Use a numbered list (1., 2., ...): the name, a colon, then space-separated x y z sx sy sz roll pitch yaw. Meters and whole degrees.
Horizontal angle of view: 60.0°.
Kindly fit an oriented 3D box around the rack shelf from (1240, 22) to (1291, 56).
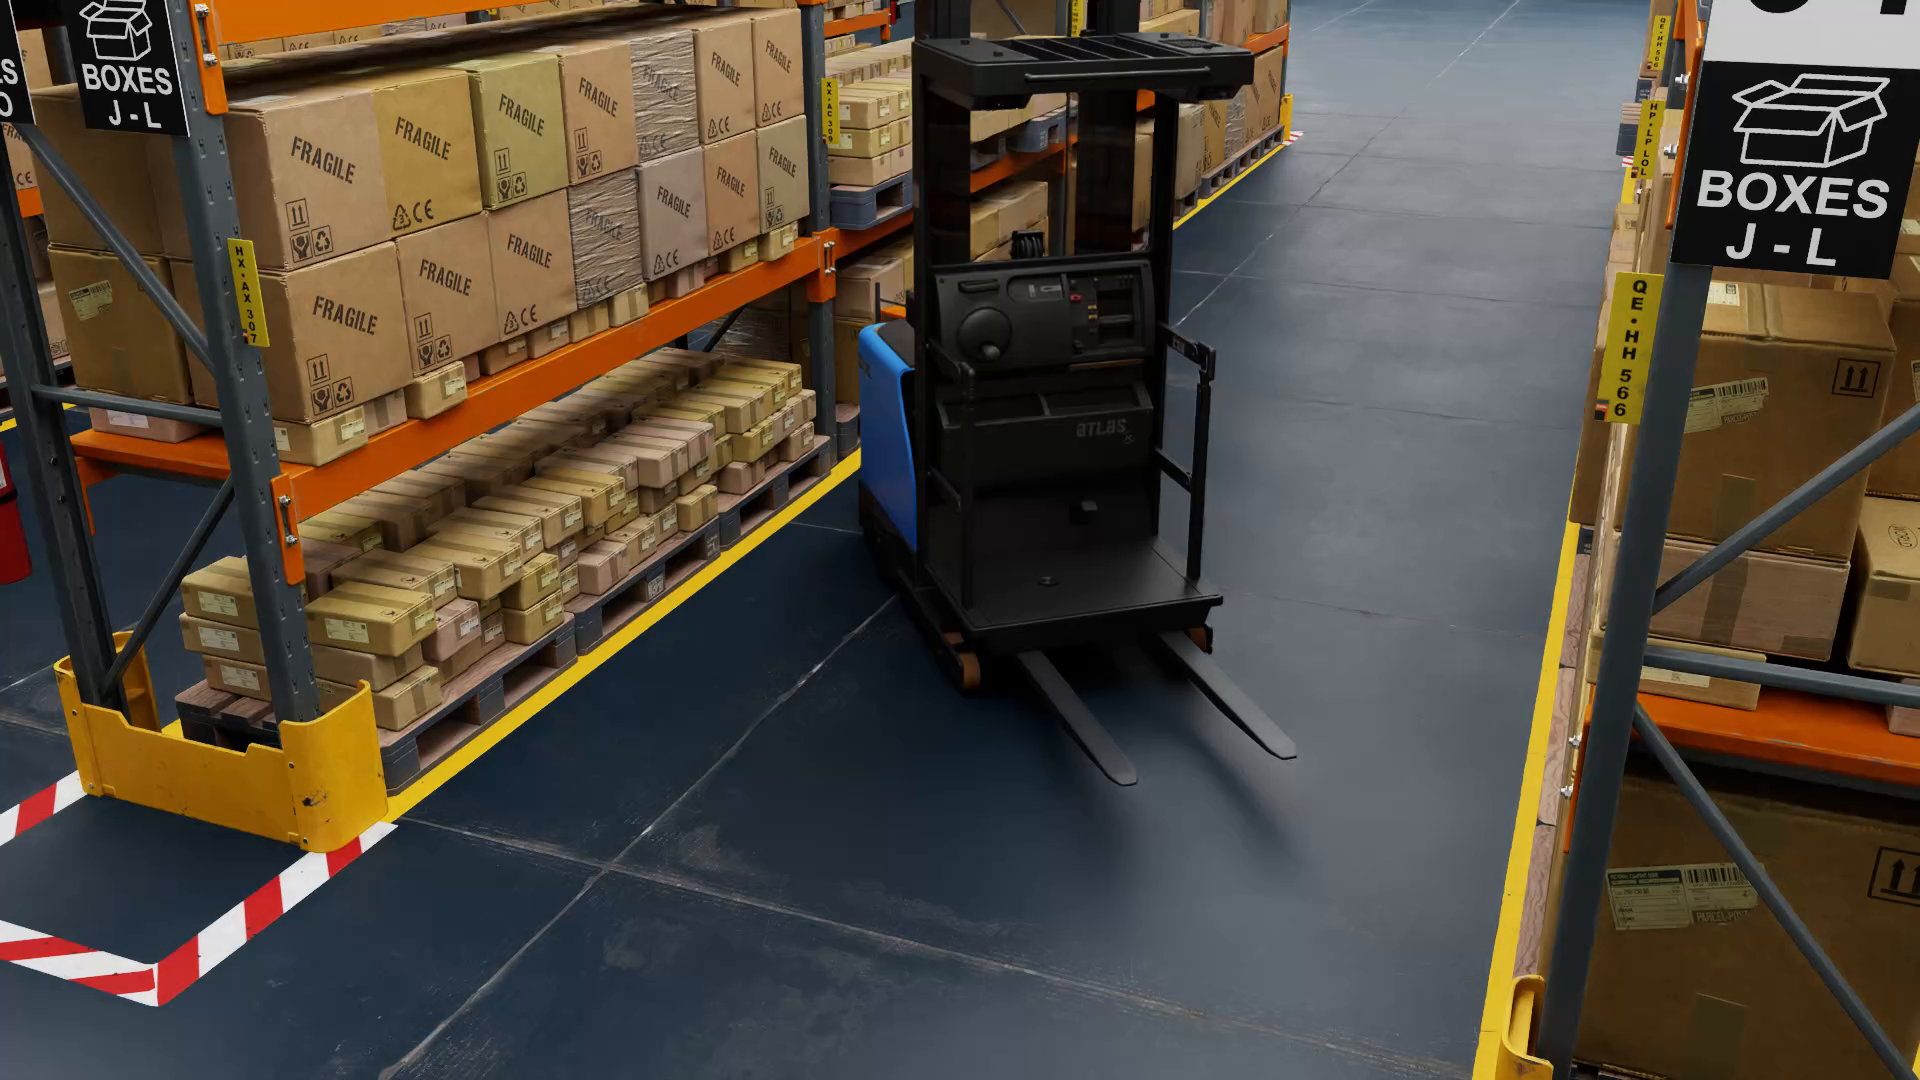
1. rack shelf: 2.547 -5.100 17.502 1.077 0.370 4.000 9 24 20

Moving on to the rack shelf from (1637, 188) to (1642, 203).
1. rack shelf: 5.629 -2.923 12.289 1.077 0.370 4.000 9 24 20

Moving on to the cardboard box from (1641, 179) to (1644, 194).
1. cardboard box: 4.076 -2.081 9.212 0.500 0.500 0.500 8 24 19

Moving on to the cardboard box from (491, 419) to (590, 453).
1. cardboard box: -1.964 -0.440 7.794 0.380 0.149 0.250 8 24 18

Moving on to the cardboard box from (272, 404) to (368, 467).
1. cardboard box: -2.229 -0.376 5.583 0.380 0.149 0.250 9 24 20

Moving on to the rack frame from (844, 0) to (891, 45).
1. rack frame: -1.344 -6.821 20.687 1.000 3.000 0.127 9 24 20

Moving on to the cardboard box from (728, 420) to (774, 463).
1. cardboard box: -1.162 -0.514 8.357 0.380 0.149 0.250 8 24 18

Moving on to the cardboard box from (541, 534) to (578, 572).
1. cardboard box: -1.851 0.036 7.040 0.380 0.149 0.250 8 24 18

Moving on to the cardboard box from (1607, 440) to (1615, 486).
1. cardboard box: 2.215 -0.193 5.147 0.380 0.149 0.250 9 24 20

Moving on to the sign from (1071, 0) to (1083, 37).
1. sign: 0.826 -3.709 11.838 0.100 0.325 0.005 9 24 20

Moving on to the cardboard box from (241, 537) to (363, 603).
1. cardboard box: -2.545 0.117 6.460 0.380 0.149 0.250 9 24 21

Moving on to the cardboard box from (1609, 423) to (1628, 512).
1. cardboard box: 2.037 -0.137 4.495 0.500 0.250 0.500 8 24 19

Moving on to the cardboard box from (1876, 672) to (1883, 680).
1. cardboard box: 2.446 0.268 4.043 0.380 0.149 0.250 8 24 19

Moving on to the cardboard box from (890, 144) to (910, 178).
1. cardboard box: -0.497 -2.107 9.183 0.380 0.149 0.250 9 24 21

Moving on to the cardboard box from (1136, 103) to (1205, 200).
1. cardboard box: 1.657 -3.637 15.440 1.050 0.750 0.750 9 24 20

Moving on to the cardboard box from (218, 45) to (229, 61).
1. cardboard box: -5.207 -3.336 10.918 0.500 0.500 0.500 9 24 20

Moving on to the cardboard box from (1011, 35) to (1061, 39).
1. cardboard box: 0.562 -3.397 11.499 0.380 0.149 0.250 8 24 18

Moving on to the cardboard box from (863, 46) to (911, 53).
1. cardboard box: -0.424 -3.125 10.848 0.380 0.149 0.250 10 25 23

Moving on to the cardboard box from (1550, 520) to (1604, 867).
1. cardboard box: 2.416 0.544 5.267 0.875 0.875 0.875 9 24 20

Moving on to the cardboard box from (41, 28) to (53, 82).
1. cardboard box: -5.868 -3.230 10.663 0.500 0.500 0.500 10 25 22

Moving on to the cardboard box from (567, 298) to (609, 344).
1. cardboard box: -1.697 -0.941 6.937 0.380 0.149 0.250 10 25 22

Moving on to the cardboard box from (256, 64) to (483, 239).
1. cardboard box: -2.059 -1.371 5.828 0.500 0.500 0.500 10 24 22

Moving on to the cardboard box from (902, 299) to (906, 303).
1. cardboard box: -0.452 -1.310 10.193 0.500 0.500 0.500 10 25 22

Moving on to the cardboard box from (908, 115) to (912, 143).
1. cardboard box: -0.404 -2.330 9.330 0.380 0.149 0.250 9 24 21

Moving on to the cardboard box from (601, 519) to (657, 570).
1. cardboard box: -1.599 0.002 7.507 0.380 0.149 0.250 9 24 20

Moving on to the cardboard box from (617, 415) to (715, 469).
1. cardboard box: -1.386 -0.463 7.849 0.380 0.149 0.250 8 24 17

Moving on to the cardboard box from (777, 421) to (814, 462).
1. cardboard box: -0.997 -0.543 8.812 0.380 0.149 0.250 9 24 21

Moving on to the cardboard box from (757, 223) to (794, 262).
1. cardboard box: -1.051 -1.494 8.262 0.380 0.149 0.250 8 24 19

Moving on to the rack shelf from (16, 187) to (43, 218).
1. rack shelf: -6.544 -1.479 8.832 1.077 0.370 4.000 9 24 20

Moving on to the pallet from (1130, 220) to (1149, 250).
1. pallet: 1.136 -2.705 14.452 1.003 0.211 1.213 9 24 20

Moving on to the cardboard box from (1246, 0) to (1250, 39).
1. cardboard box: 2.527 -5.500 17.331 0.875 0.550 0.500 9 24 20

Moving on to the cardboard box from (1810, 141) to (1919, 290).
1. cardboard box: 3.287 -1.140 5.924 0.500 0.500 0.500 9 24 21

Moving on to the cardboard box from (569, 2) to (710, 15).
1. cardboard box: -1.561 -2.372 8.224 0.500 0.500 0.500 9 24 21

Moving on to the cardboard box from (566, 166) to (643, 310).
1. cardboard box: -1.678 -1.279 6.904 0.500 0.500 0.500 8 24 19

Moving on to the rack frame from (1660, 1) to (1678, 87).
1. rack frame: 4.886 -2.539 10.437 1.000 3.000 0.127 9 24 20

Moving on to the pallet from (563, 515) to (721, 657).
1. pallet: -1.836 0.116 7.698 1.003 0.211 1.213 9 24 20

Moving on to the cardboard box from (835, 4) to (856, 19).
1. cardboard box: -1.458 -6.249 19.644 0.380 0.149 0.250 9 24 21

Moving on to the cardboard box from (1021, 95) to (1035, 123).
1. cardboard box: 0.277 -2.851 10.966 0.380 0.149 0.250 8 24 19

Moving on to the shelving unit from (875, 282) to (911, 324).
1. shelving unit: -0.157 -0.749 8.487 0.258 1.200 0.503 20 30 40

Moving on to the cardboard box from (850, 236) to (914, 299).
1. cardboard box: -0.452 -1.658 10.052 0.500 0.250 0.500 9 24 22

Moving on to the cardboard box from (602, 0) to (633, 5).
1. cardboard box: -3.362 -5.019 15.314 0.500 0.500 0.500 8 24 18

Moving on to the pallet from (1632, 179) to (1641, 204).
1. pallet: 7.040 -3.367 16.037 1.003 0.211 1.213 9 24 20

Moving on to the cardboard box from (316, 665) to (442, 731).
1. cardboard box: -2.162 0.558 6.177 0.380 0.149 0.250 9 24 21

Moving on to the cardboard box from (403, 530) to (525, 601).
1. cardboard box: -1.940 0.098 6.505 0.380 0.149 0.250 9 24 20

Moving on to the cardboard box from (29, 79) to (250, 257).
1. cardboard box: -2.714 -1.267 5.578 0.500 0.500 0.500 8 24 19

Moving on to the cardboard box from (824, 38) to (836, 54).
1. cardboard box: -1.669 -5.742 19.314 0.380 0.149 0.250 10 25 22

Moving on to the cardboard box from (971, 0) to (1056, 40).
1. cardboard box: 0.494 -3.952 12.393 0.700 0.500 0.500 9 24 20

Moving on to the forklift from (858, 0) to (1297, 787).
1. forklift: 0.422 -0.905 6.615 1.130 2.935 3.031 -7 24 -16

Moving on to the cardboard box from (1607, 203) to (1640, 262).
1. cardboard box: 4.610 -1.508 10.181 1.225 0.875 0.875 8 24 18

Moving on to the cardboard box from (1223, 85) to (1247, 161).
1. cardboard box: 2.434 -4.468 17.267 0.875 0.875 0.875 9 24 20

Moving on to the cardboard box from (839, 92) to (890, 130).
1. cardboard box: -0.594 -2.281 8.829 0.380 0.149 0.250 10 25 23

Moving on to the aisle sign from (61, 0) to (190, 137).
1. aisle sign: -2.402 -1.553 4.703 0.394 0.787 0.004 9 24 20

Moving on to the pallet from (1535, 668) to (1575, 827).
1. pallet: 2.593 0.878 5.874 1.003 0.211 1.213 9 24 20
